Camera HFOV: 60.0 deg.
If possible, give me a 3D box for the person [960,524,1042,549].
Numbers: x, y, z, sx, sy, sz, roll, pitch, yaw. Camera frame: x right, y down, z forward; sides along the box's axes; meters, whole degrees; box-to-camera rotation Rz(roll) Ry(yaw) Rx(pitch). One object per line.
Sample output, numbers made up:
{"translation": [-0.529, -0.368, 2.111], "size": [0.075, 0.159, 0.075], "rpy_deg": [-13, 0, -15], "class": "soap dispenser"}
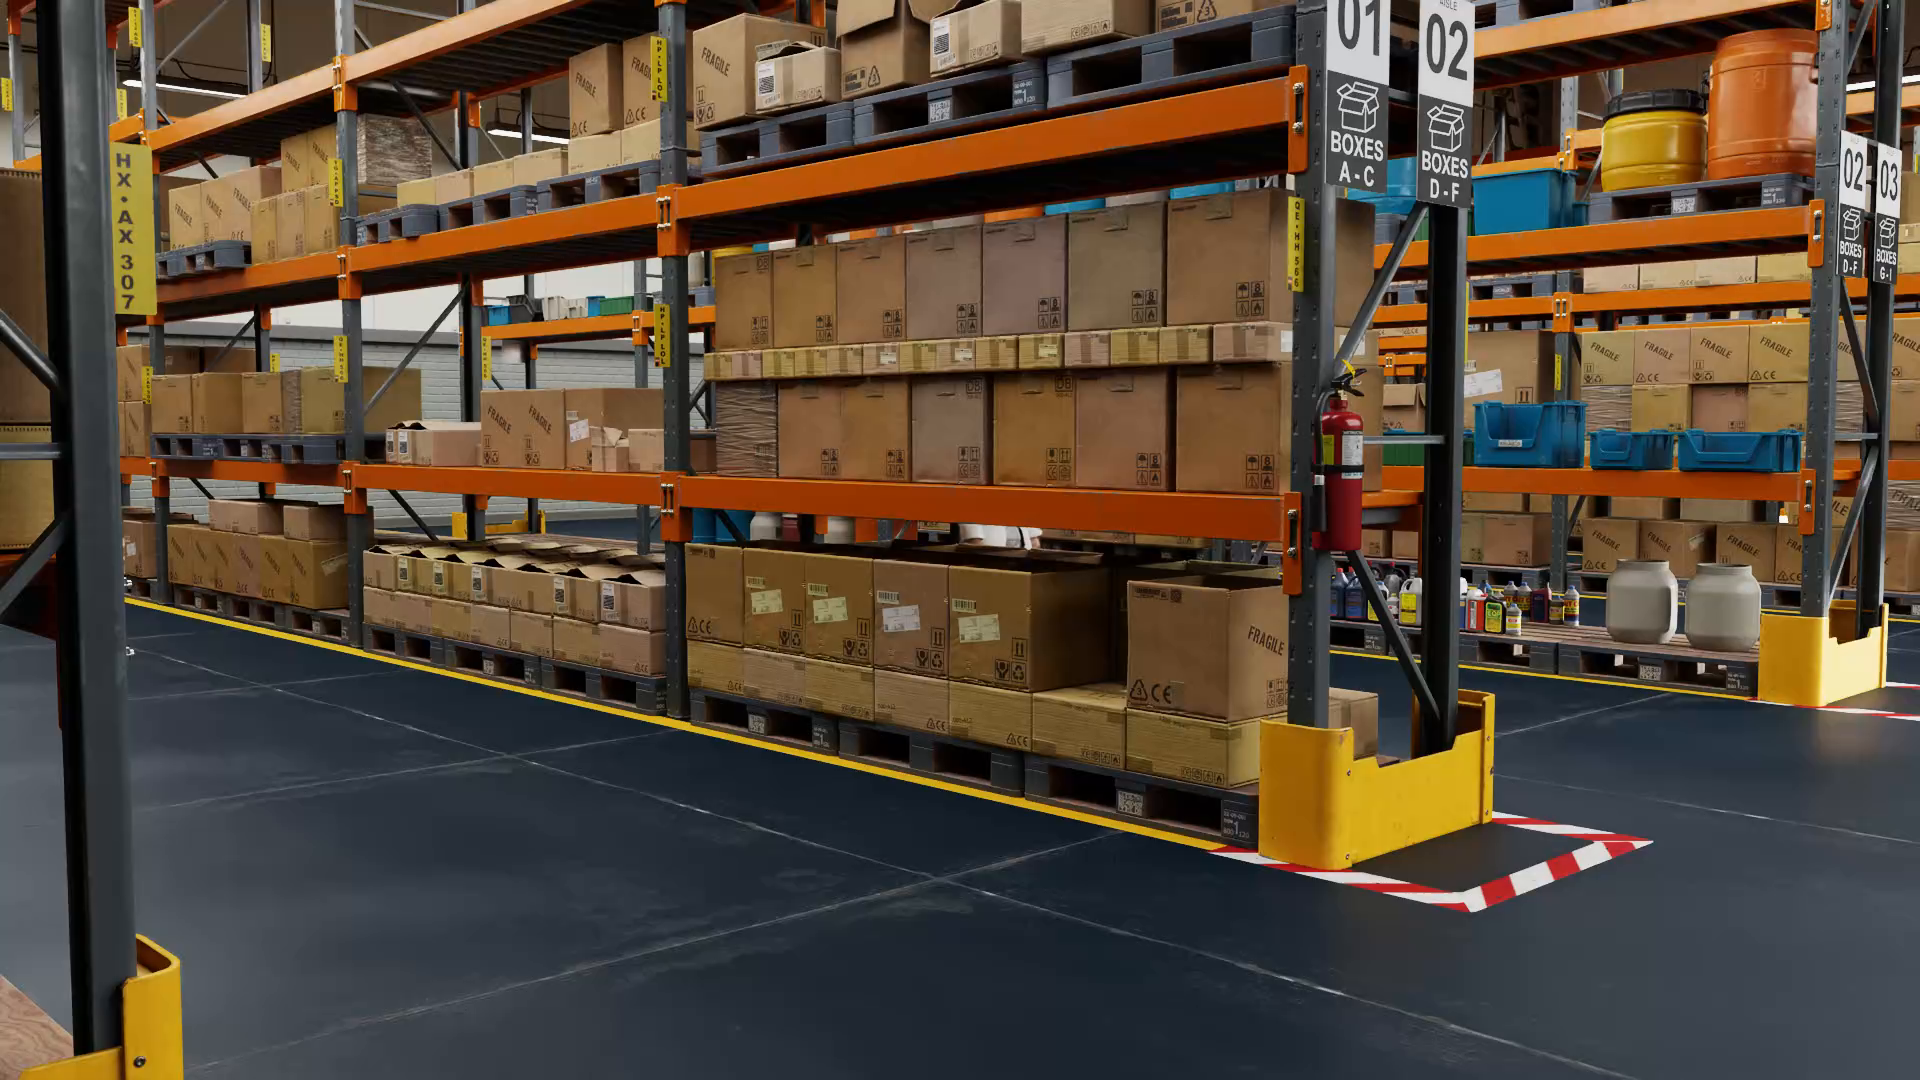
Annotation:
{"translation": [0.244, 0.007, 9.860], "size": [0.419, 1.775, 0.655], "rpy_deg": [4, 5, 44], "class": "person"}
